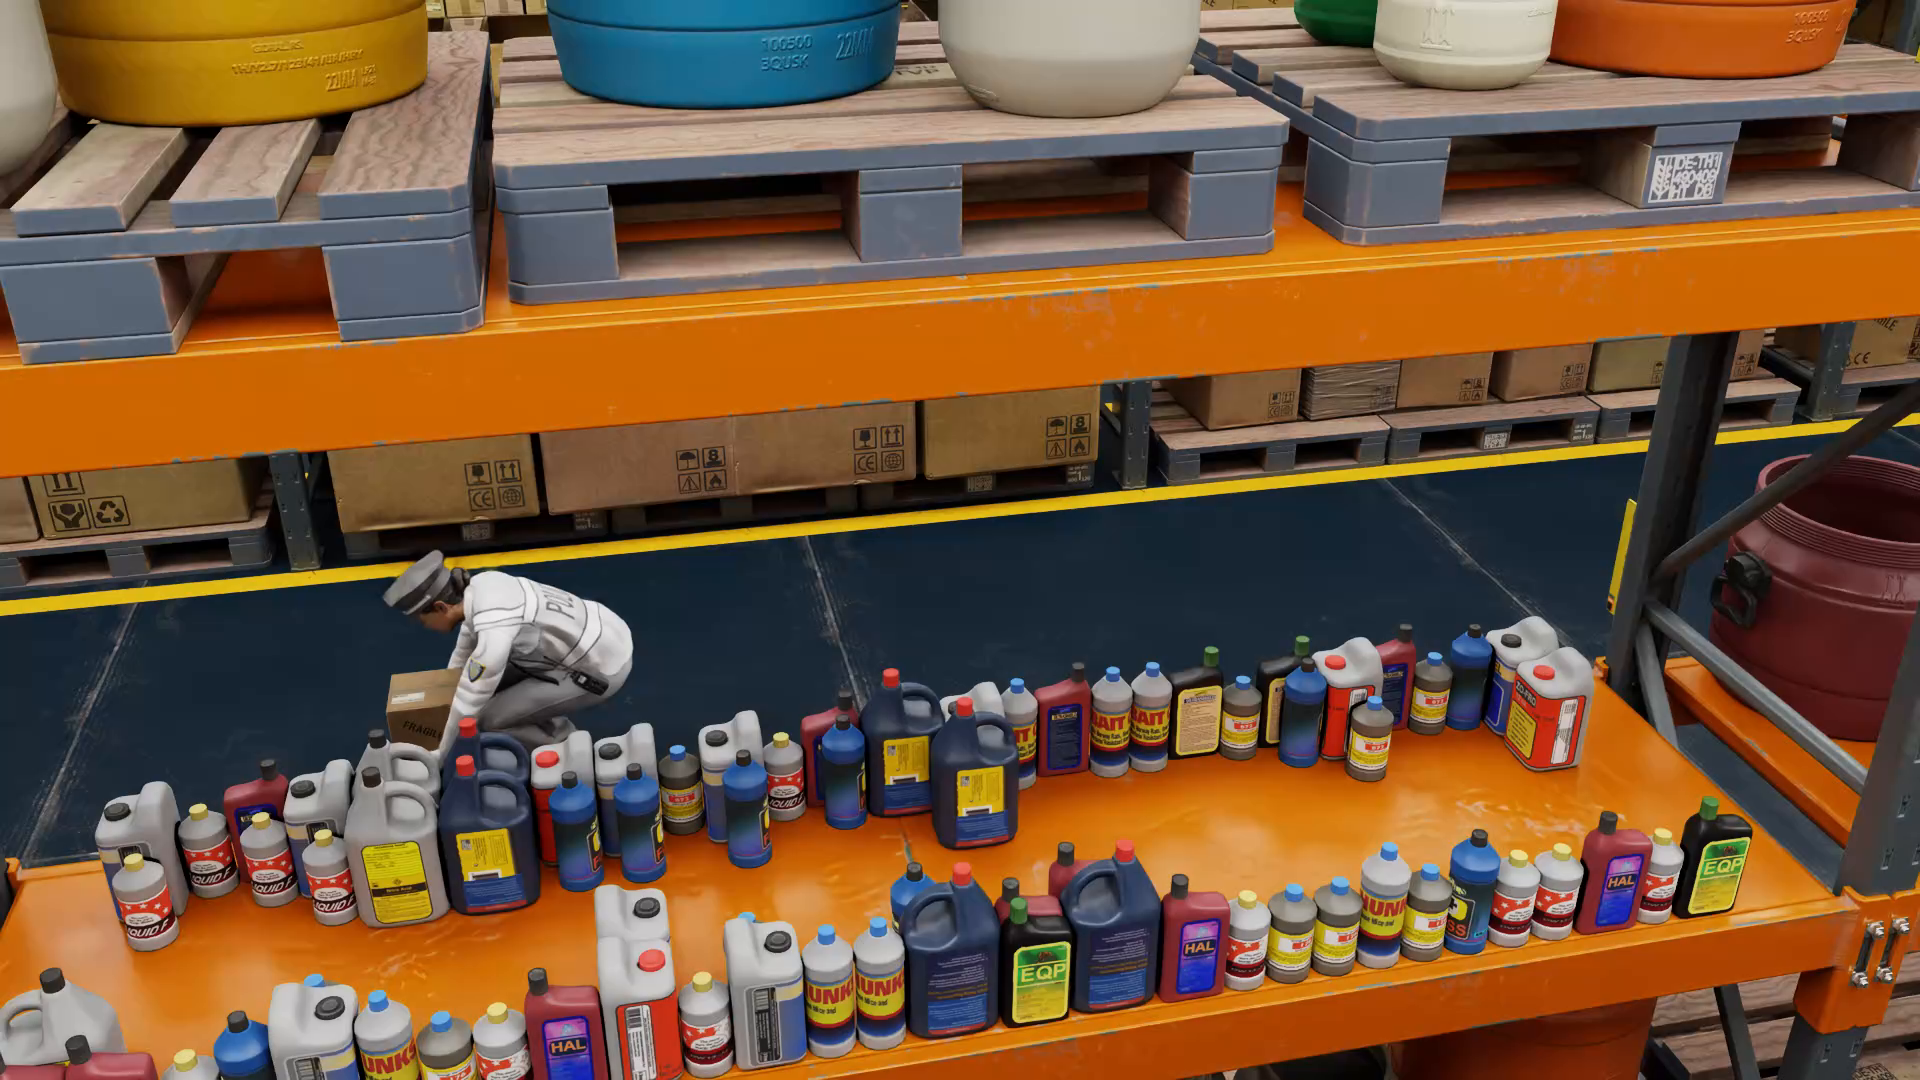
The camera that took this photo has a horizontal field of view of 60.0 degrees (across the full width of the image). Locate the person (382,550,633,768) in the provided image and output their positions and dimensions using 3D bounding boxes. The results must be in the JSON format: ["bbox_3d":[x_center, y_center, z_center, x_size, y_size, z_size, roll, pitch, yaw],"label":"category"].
[{"bbox_3d":[-1.579,0.466,5.946,0.816,0.995,0.490,-6,28,-12],"label":"person"}]
